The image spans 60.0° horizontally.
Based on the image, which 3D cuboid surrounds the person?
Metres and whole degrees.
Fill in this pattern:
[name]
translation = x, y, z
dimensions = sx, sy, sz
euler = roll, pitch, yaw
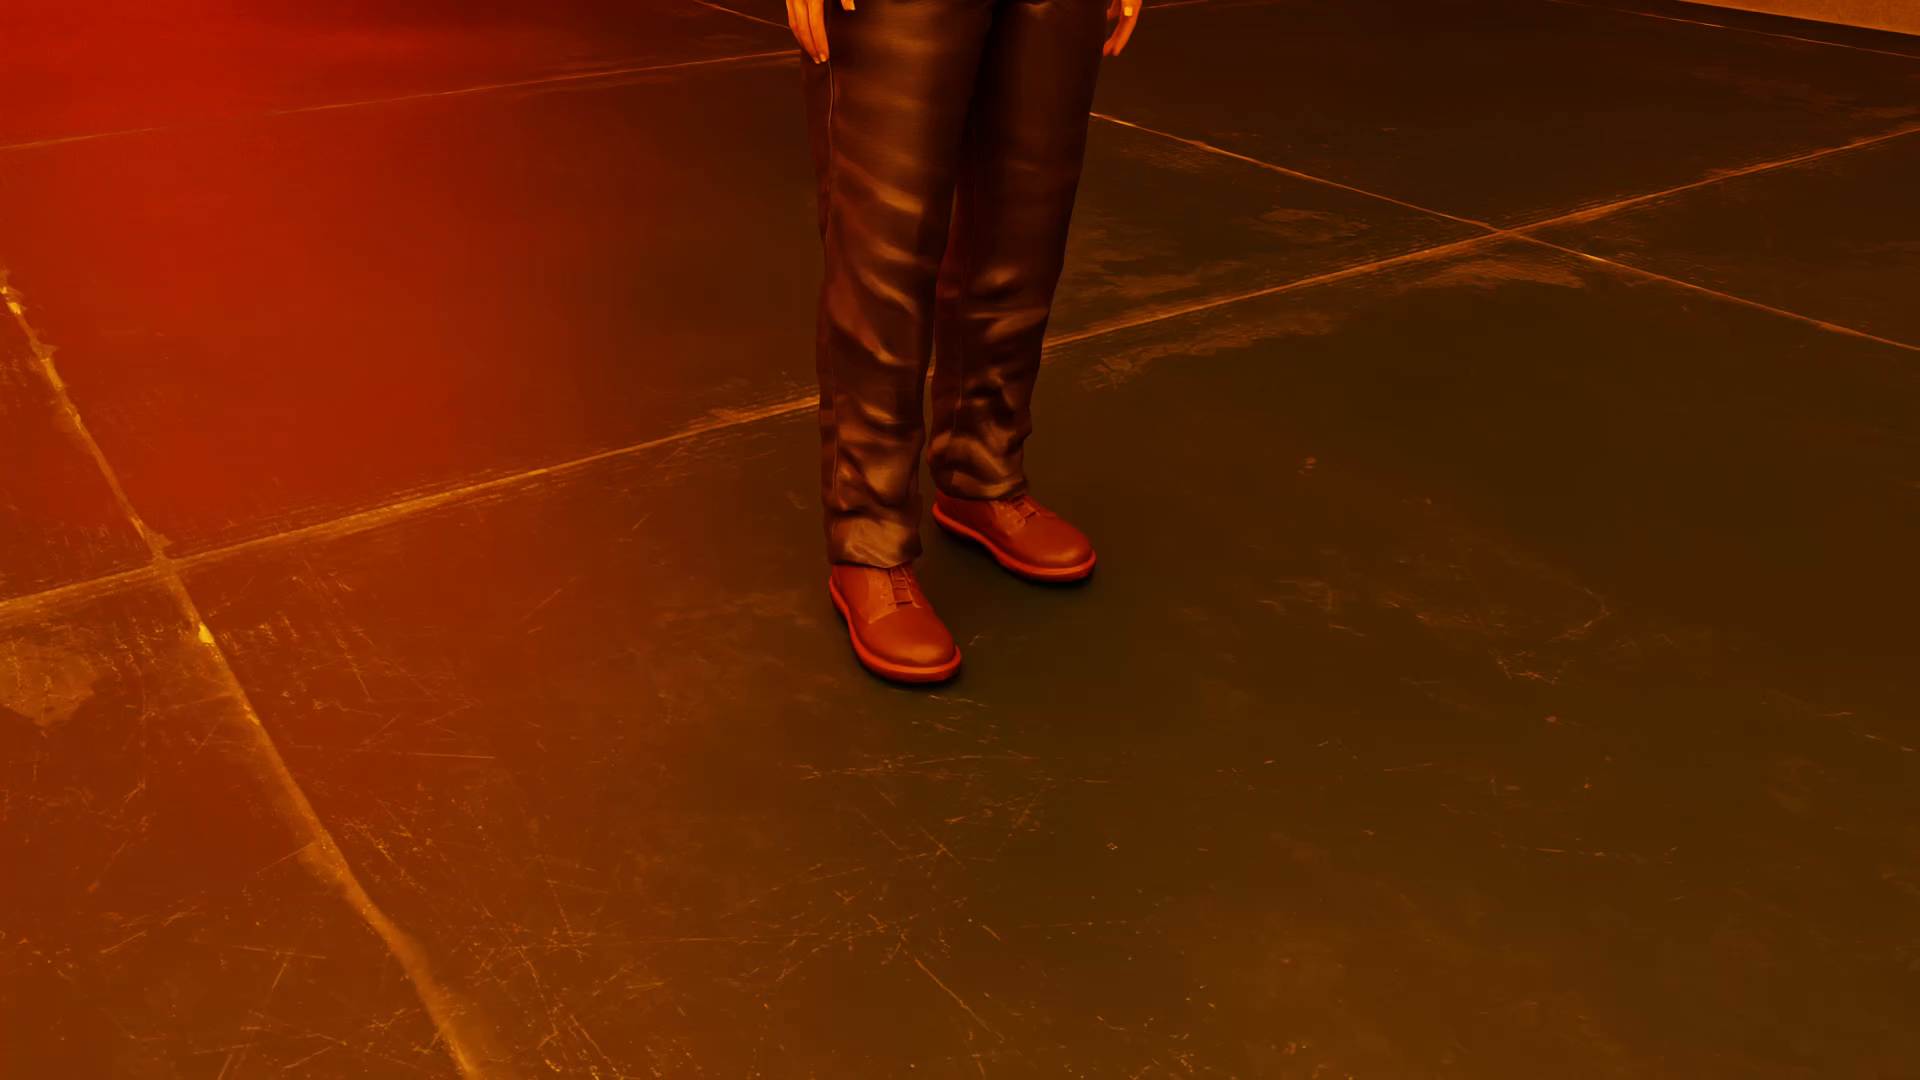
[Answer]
[person]
translation = 0.032, -0.699, 2.052
dimensions = 0.598, 1.641, 0.502
euler = -17, 31, -31
